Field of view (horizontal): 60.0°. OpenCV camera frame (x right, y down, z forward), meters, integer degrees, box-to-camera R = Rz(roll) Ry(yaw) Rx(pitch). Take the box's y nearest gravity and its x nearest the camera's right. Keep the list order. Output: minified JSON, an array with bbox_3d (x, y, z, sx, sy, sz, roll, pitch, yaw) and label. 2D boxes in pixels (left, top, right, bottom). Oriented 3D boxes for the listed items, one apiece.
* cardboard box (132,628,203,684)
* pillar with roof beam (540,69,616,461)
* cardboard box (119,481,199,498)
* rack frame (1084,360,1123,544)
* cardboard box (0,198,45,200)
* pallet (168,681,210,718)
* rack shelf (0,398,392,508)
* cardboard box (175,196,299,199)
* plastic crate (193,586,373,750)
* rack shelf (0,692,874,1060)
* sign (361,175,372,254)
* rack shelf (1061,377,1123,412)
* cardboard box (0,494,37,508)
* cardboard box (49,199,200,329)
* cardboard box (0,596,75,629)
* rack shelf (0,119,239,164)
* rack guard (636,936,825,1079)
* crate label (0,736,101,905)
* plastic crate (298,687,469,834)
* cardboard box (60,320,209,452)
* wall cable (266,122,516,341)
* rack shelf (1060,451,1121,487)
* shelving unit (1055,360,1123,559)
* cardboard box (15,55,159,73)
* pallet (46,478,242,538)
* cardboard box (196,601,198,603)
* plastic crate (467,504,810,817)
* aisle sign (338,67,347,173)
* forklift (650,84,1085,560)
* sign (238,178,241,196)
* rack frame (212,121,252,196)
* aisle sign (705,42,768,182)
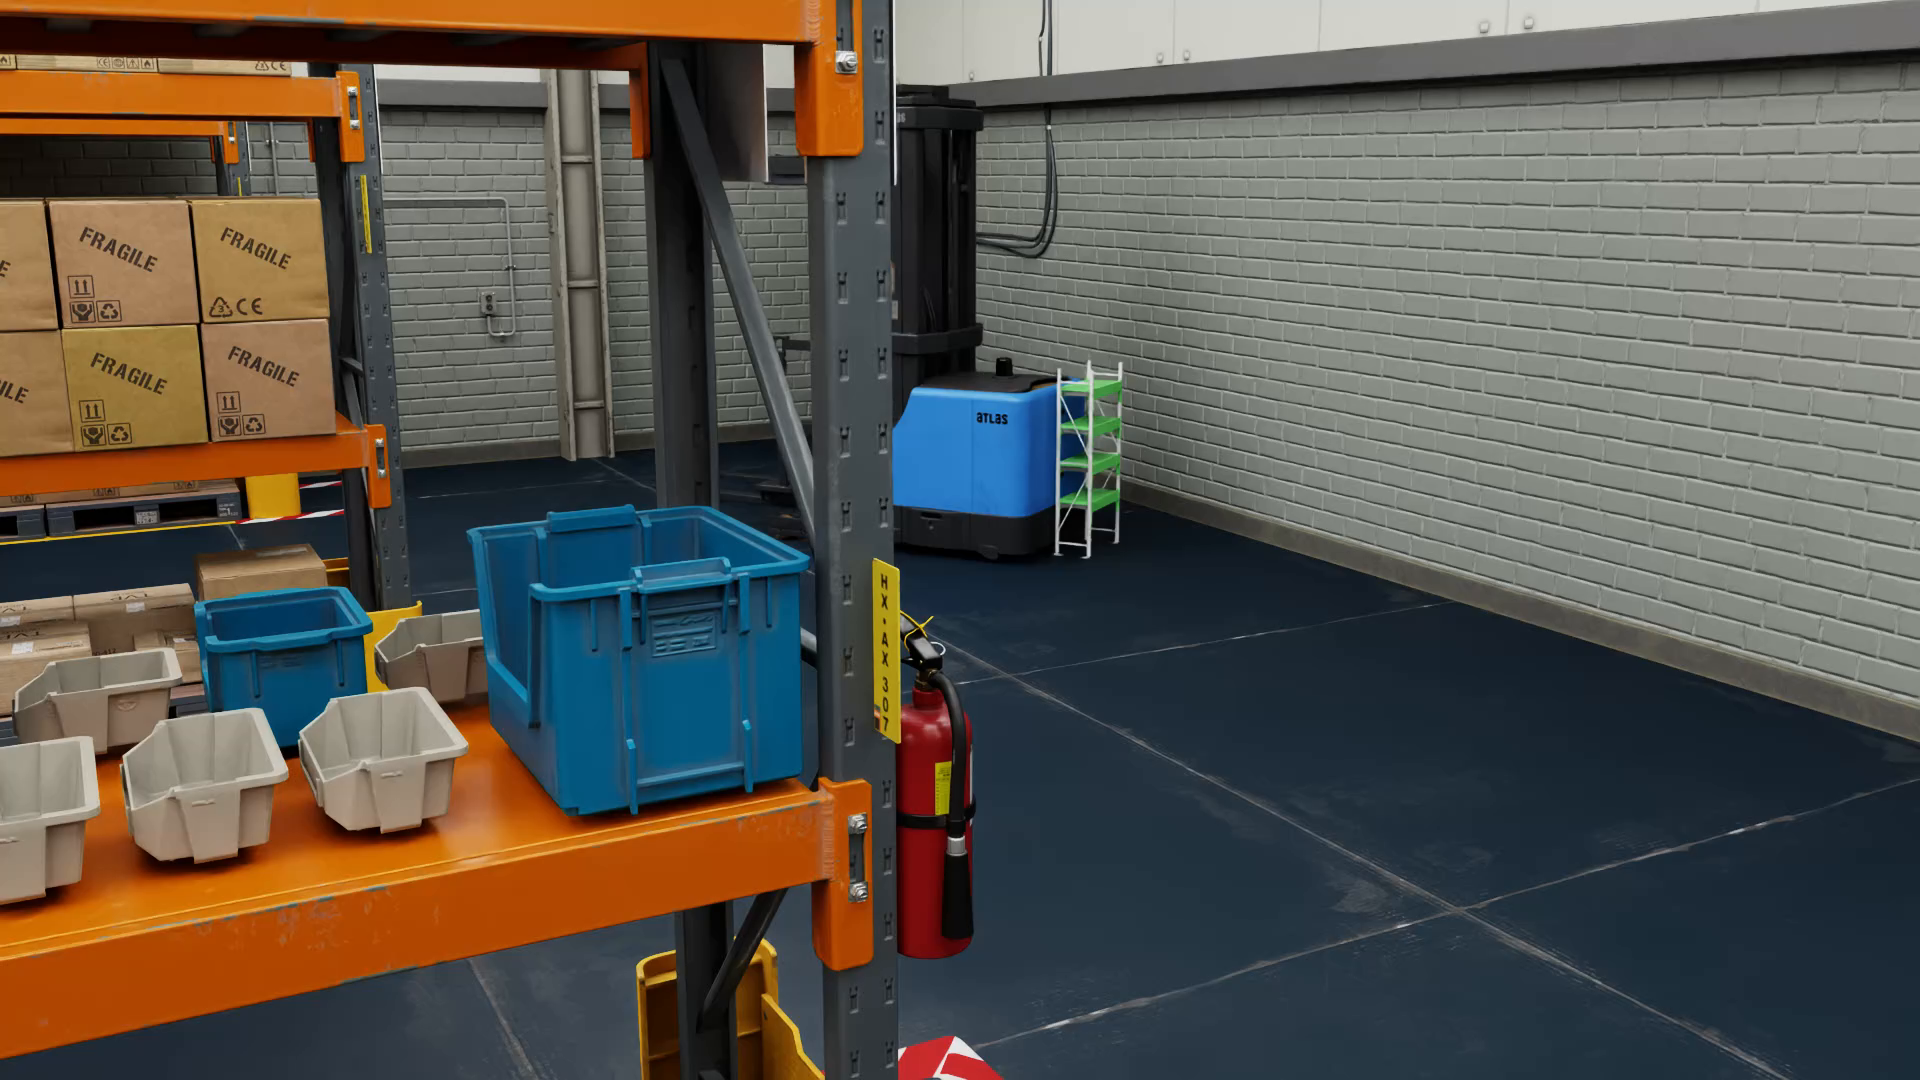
[{"bbox_3d":[-3.539,0.519,7.423,0.250,0.166,0.380,-7,14,-28],"label":"cardboard box"},{"bbox_3d":[-1.139,-4.281,9.635,0.400,9.000,9.100,-7,14,-28],"label":"pillar with roof beam"},{"bbox_3d":[-5.724,-0.625,11.793,0.500,0.500,0.700,-7,14,-28],"label":"cardboard box"},{"bbox_3d":[0.941,-0.574,10.925,0.240,1.200,0.015,6,14,26],"label":"rack frame"},{"bbox_3d":[-4.193,-1.211,7.154,0.500,0.500,0.500,-7,14,-27],"label":"cardboard box"},{"bbox_3d":[-3.547,0.674,7.634,1.213,0.211,1.003,-7,14,-28],"label":"pallet"},{"bbox_3d":[-4.536,-0.217,6.881,4.000,0.370,1.077,-7,14,-28],"label":"rack shelf"},{"bbox_3d":[-3.297,-1.319,7.635,0.500,0.500,0.500,-6,14,-26],"label":"cardboard box"},{"bbox_3d":[-1.363,0.261,3.364,0.300,0.233,0.416,-7,14,-28],"label":"plastic crate"},{"bbox_3d":[-2.166,0.738,2.638,4.000,0.370,1.077,-7,14,-28],"label":"rack shelf"},{"bbox_3d":[-2.532,-1.389,7.091,0.005,0.325,0.100,-7,14,-28],"label":"sign"},{"bbox_3d":[0.831,-0.932,10.621,0.258,0.148,0.480,6,14,26],"label":"rack shelf"},{"bbox_3d":[-6.604,-0.520,11.323,0.500,0.500,0.700,-7,15,-30],"label":"cardboard box"},{"bbox_3d":[-3.483,-1.162,6.936,0.500,0.500,0.500,-6,14,-26],"label":"cardboard box"},{"bbox_3d":[-4.272,0.456,7.512,0.500,0.250,0.500,-7,14,-28],"label":"cardboard box"},{"bbox_3d":[-6.913,-2.635,10.792,4.000,0.370,1.077,-7,14,-28],"label":"rack shelf"},{"bbox_3d":[-0.396,1.391,3.791,0.348,0.500,1.175,-7,14,-28],"label":"rack guard"},{"bbox_3d":[-1.534,0.458,2.706,0.243,0.136,0.396,-7,14,-28],"label":"crate label"},{"bbox_3d":[-1.040,0.396,2.980,0.243,0.136,0.396,-7,14,-28],"label":"plastic crate"},{"bbox_3d":[-3.497,-0.673,7.038,0.500,0.500,0.500,-7,14,-27],"label":"cardboard box"},{"bbox_3d":[-4.487,-2.546,13.274,1.851,1.984,0.084,-7,14,-28],"label":"wall cable"},{"bbox_3d":[0.831,-0.463,10.727,0.258,0.148,0.480,6,14,26],"label":"rack shelf"},{"bbox_3d":[0.831,-0.526,10.713,0.258,1.200,0.503,6,14,26],"label":"shelving unit"},{"bbox_3d":[-3.549,-2.014,6.734,0.500,0.250,0.500,-7,14,-28],"label":"cardboard box"},{"bbox_3d":[-5.822,-0.273,11.843,1.213,0.211,1.003,-7,14,-28],"label":"pallet"},{"bbox_3d":[-3.532,0.393,7.982,0.250,0.166,0.380,-7,14,-28],"label":"cardboard box"},{"bbox_3d":[-0.615,0.201,3.167,0.499,0.435,0.616,-7,14,-28],"label":"plastic crate"},{"bbox_3d":[-2.862,-2.111,7.735,0.004,0.787,0.394,-7,14,-28],"label":"aisle sign"},{"bbox_3d":[-0.707,-1.510,11.143,3.031,2.935,1.130,6,14,27],"label":"forklift"},{"bbox_3d":[-4.910,-2.307,11.353,0.005,0.325,0.100,-7,14,-28],"label":"sign"},{"bbox_3d":[-5.158,-1.733,11.977,0.127,3.000,1.000,-7,14,-28],"label":"rack frame"},{"bbox_3d":[-0.490,-1.157,3.496,0.004,0.787,0.394,-7,14,-28],"label":"aisle sign"}]
